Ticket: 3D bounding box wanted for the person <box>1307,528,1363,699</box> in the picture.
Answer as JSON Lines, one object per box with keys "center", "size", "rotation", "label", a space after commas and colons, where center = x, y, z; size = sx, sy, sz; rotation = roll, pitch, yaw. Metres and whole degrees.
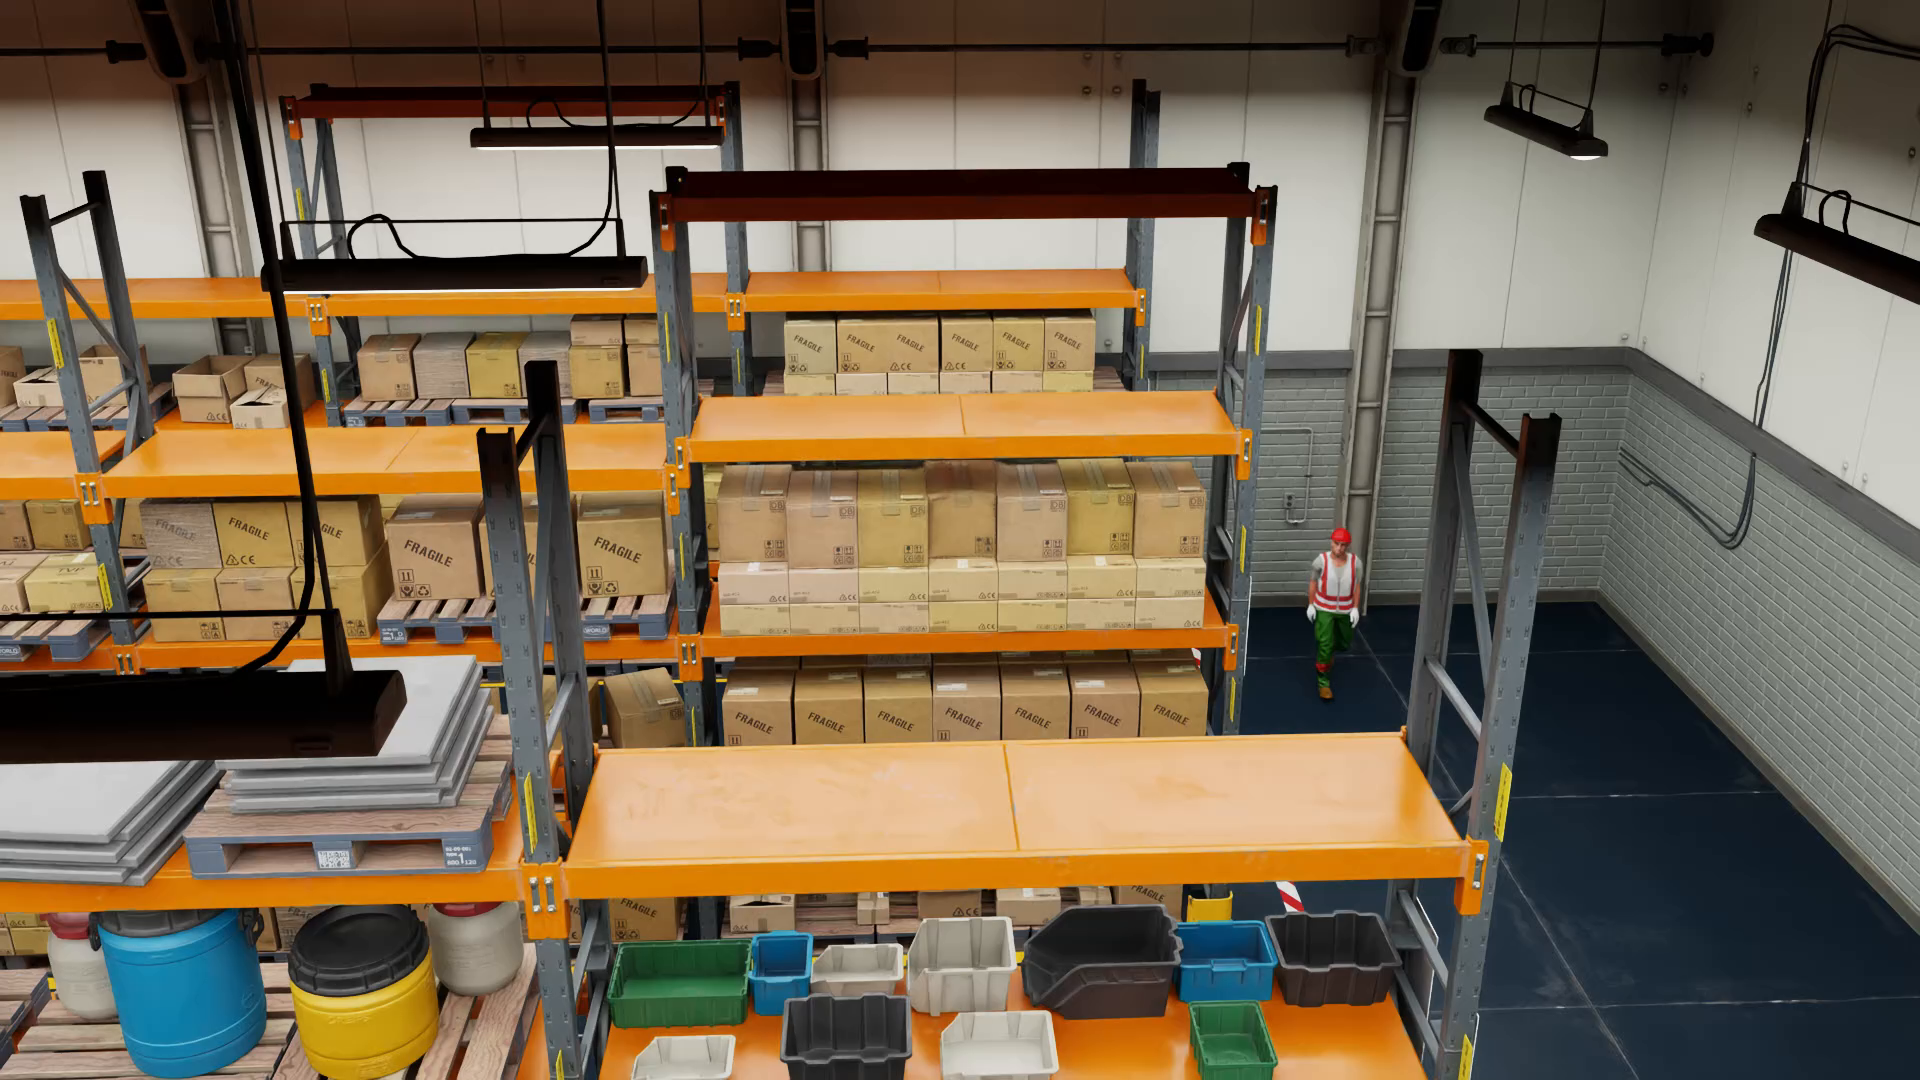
{"center": [3.831, 0.683, 17.090], "size": [0.514, 1.771, 0.832], "rotation": [-2, 22, -5], "label": "person"}
